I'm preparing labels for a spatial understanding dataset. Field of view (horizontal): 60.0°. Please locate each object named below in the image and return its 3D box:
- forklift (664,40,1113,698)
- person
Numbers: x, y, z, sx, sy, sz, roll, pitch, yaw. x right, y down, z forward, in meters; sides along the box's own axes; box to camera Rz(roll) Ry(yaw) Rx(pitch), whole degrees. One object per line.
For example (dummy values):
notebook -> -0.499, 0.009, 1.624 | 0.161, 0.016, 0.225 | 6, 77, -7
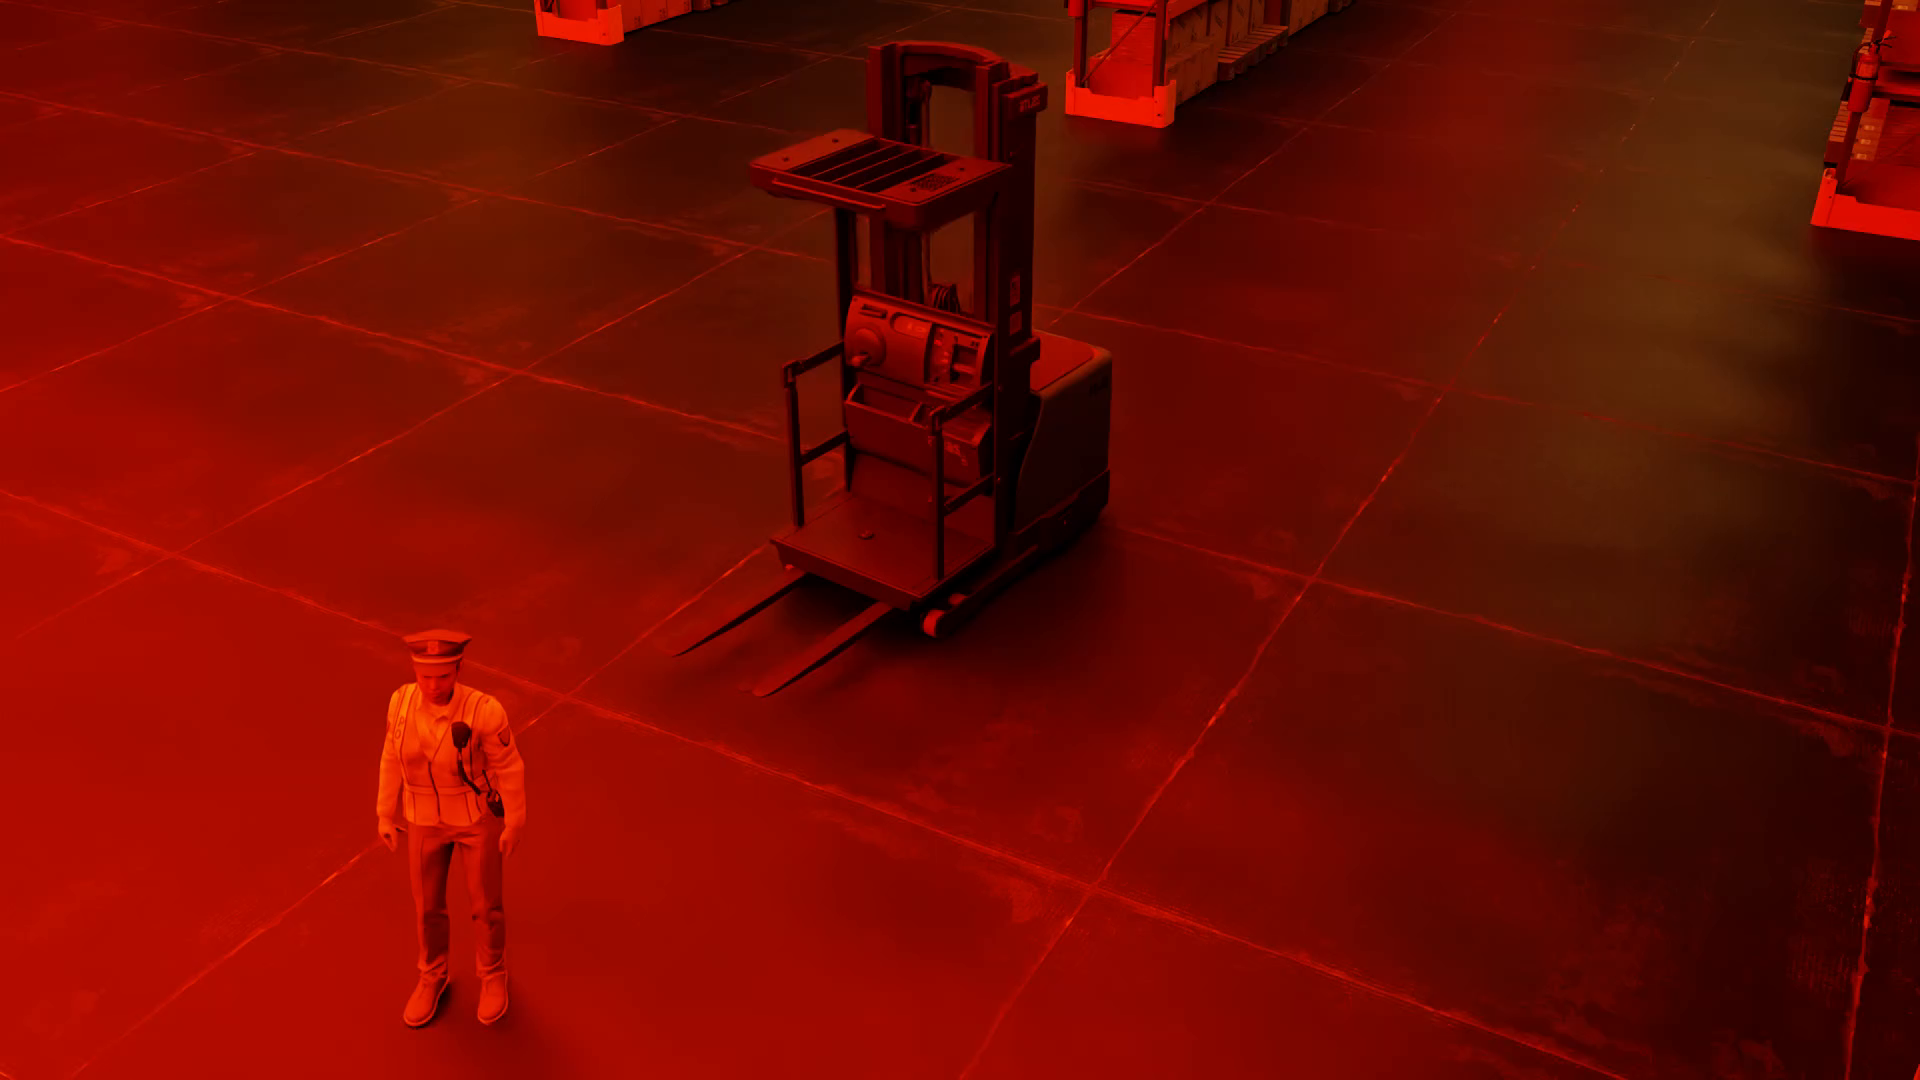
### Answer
forklift -> -0.360, -1.007, 8.816 | 1.130, 2.935, 3.031 | 20, 36, 31
person -> -1.961, 1.107, 6.399 | 0.572, 1.708, 0.479 | 2, 30, 3
